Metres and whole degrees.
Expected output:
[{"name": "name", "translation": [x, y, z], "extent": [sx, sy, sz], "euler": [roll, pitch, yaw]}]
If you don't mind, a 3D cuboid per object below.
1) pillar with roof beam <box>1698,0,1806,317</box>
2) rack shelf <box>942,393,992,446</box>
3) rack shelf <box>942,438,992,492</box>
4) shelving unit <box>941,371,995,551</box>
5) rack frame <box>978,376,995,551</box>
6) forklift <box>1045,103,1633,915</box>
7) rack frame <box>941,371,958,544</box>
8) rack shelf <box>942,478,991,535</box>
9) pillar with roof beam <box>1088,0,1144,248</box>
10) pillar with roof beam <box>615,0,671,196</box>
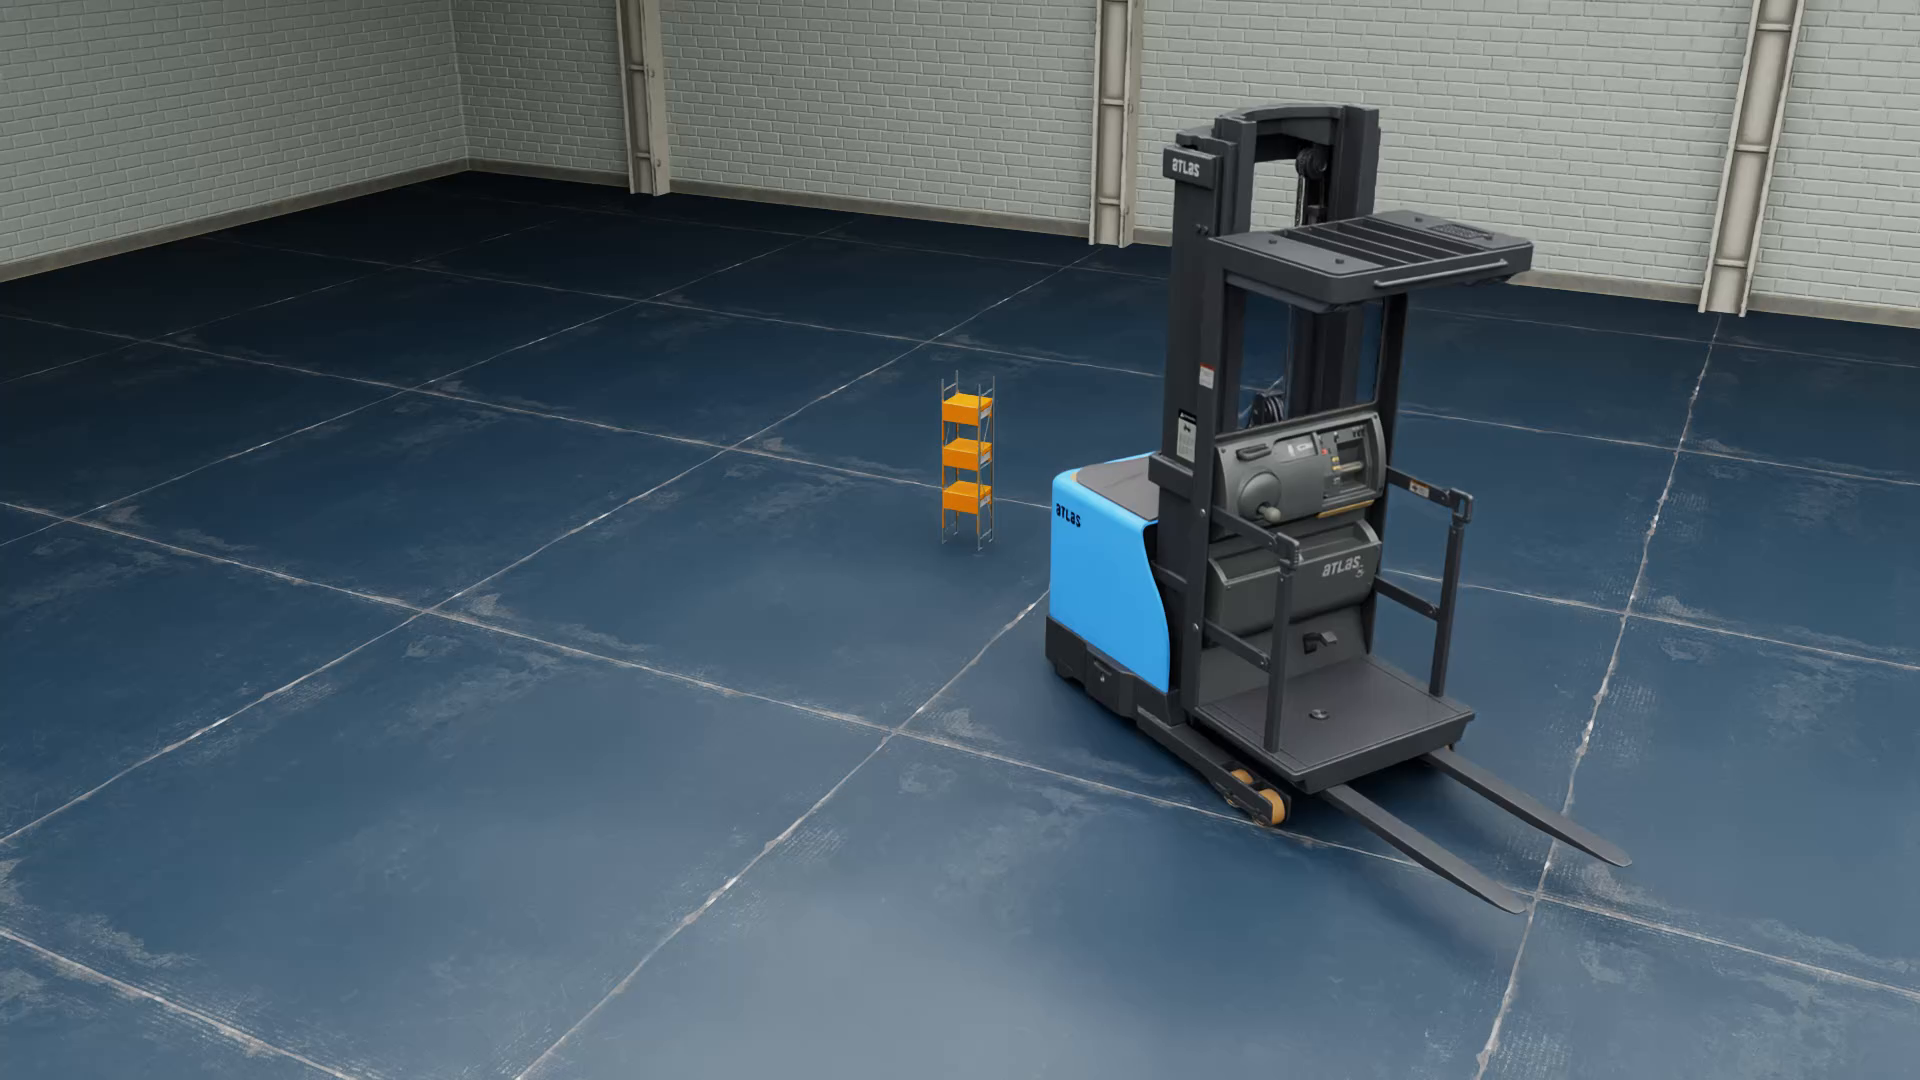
[{"name": "pillar with roof beam", "translation": [5.018, -4.734, 9.882], "extent": [0.400, 9.000, 9.100], "euler": [11, 25, 25]}, {"name": "rack shelf", "translation": [0.048, -0.725, 9.915], "extent": [0.240, 0.259, 0.215], "euler": [11, 25, 25]}, {"name": "rack shelf", "translation": [0.048, -0.464, 10.026], "extent": [0.240, 0.259, 0.215], "euler": [11, 25, 25]}, {"name": "shelving unit", "translation": [0.048, -0.474, 10.022], "extent": [0.252, 1.050, 0.215], "euler": [11, 25, 25]}, {"name": "rack frame", "translation": [0.157, -0.452, 9.972], "extent": [0.008, 1.050, 0.200], "euler": [11, 25, 25]}, {"name": "forklift", "translation": [1.630, -0.295, 7.199], "extent": [1.130, 2.935, 3.031], "euler": [-13, 26, -28]}, {"name": "rack frame", "translation": [-0.061, -0.495, 10.073], "extent": [0.008, 1.050, 0.200], "euler": [11, 25, 25]}, {"name": "rack shelf", "translation": [0.048, -0.208, 10.135], "extent": [0.240, 0.259, 0.215], "euler": [11, 25, 25]}, {"name": "pillar with roof beam", "translation": [-0.336, -5.793, 12.373], "extent": [0.400, 9.000, 9.100], "euler": [11, 25, 25]}, {"name": "pillar with roof beam", "translation": [-5.691, -6.852, 14.865], "extent": [0.400, 9.000, 9.100], "euler": [11, 25, 25]}]
